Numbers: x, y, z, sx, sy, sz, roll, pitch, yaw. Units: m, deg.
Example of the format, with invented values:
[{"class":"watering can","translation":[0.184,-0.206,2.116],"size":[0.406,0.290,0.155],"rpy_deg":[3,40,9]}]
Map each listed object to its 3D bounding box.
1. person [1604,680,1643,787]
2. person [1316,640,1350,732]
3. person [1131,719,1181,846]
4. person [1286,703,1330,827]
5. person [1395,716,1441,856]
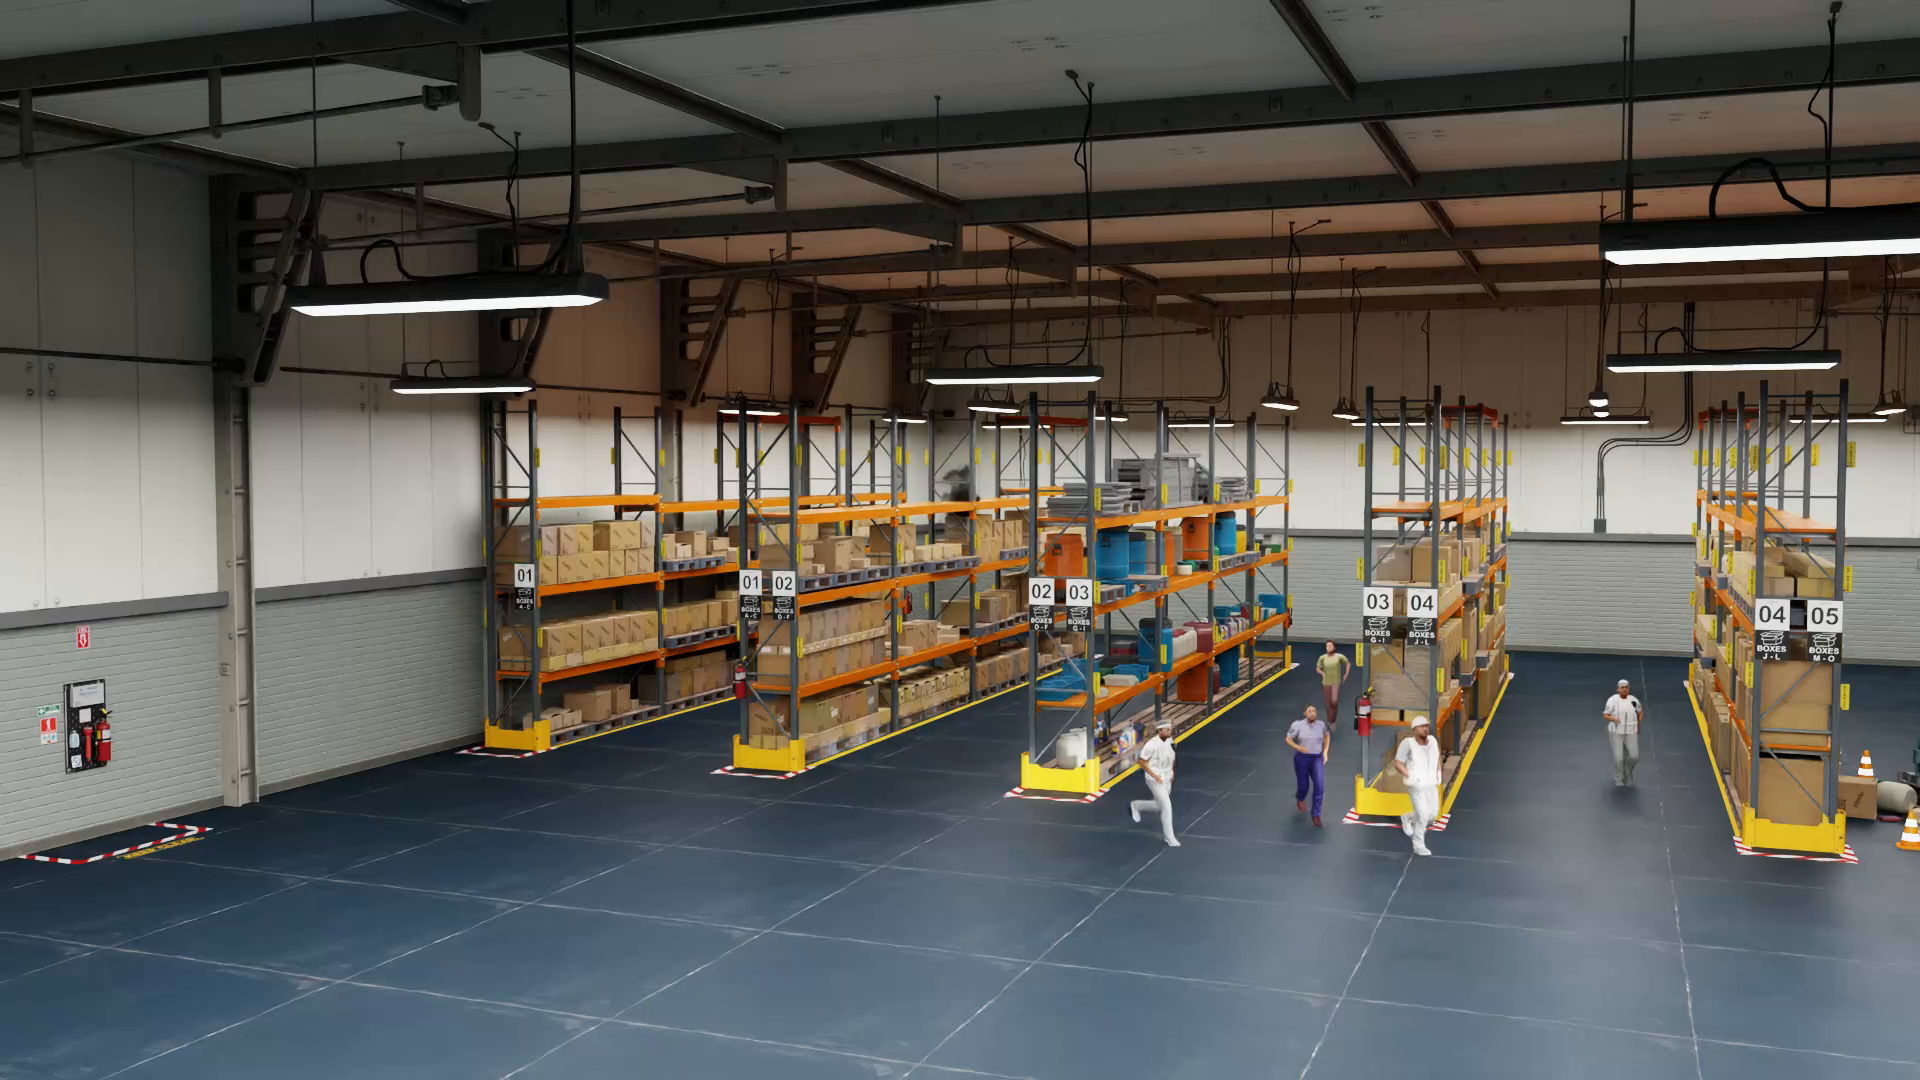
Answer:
[{"class":"person","translation":[10.061,2.939,25.166],"size":[0.591,1.638,0.576],"rpy_deg":[1,3,12]},{"class":"person","translation":[6.846,2.679,30.604],"size":[0.581,1.675,0.692],"rpy_deg":[1,3,23]},{"class":"person","translation":[2.542,3.133,21.725],"size":[0.581,1.678,0.855],"rpy_deg":[-3,4,-43]},{"class":"person","translation":[4.812,3.074,22.932],"size":[0.643,1.644,0.830],"rpy_deg":[0,3,0]},{"class":"person","translation":[5.809,3.090,21.102],"size":[0.687,1.753,0.681],"rpy_deg":[-1,3,-20]}]
